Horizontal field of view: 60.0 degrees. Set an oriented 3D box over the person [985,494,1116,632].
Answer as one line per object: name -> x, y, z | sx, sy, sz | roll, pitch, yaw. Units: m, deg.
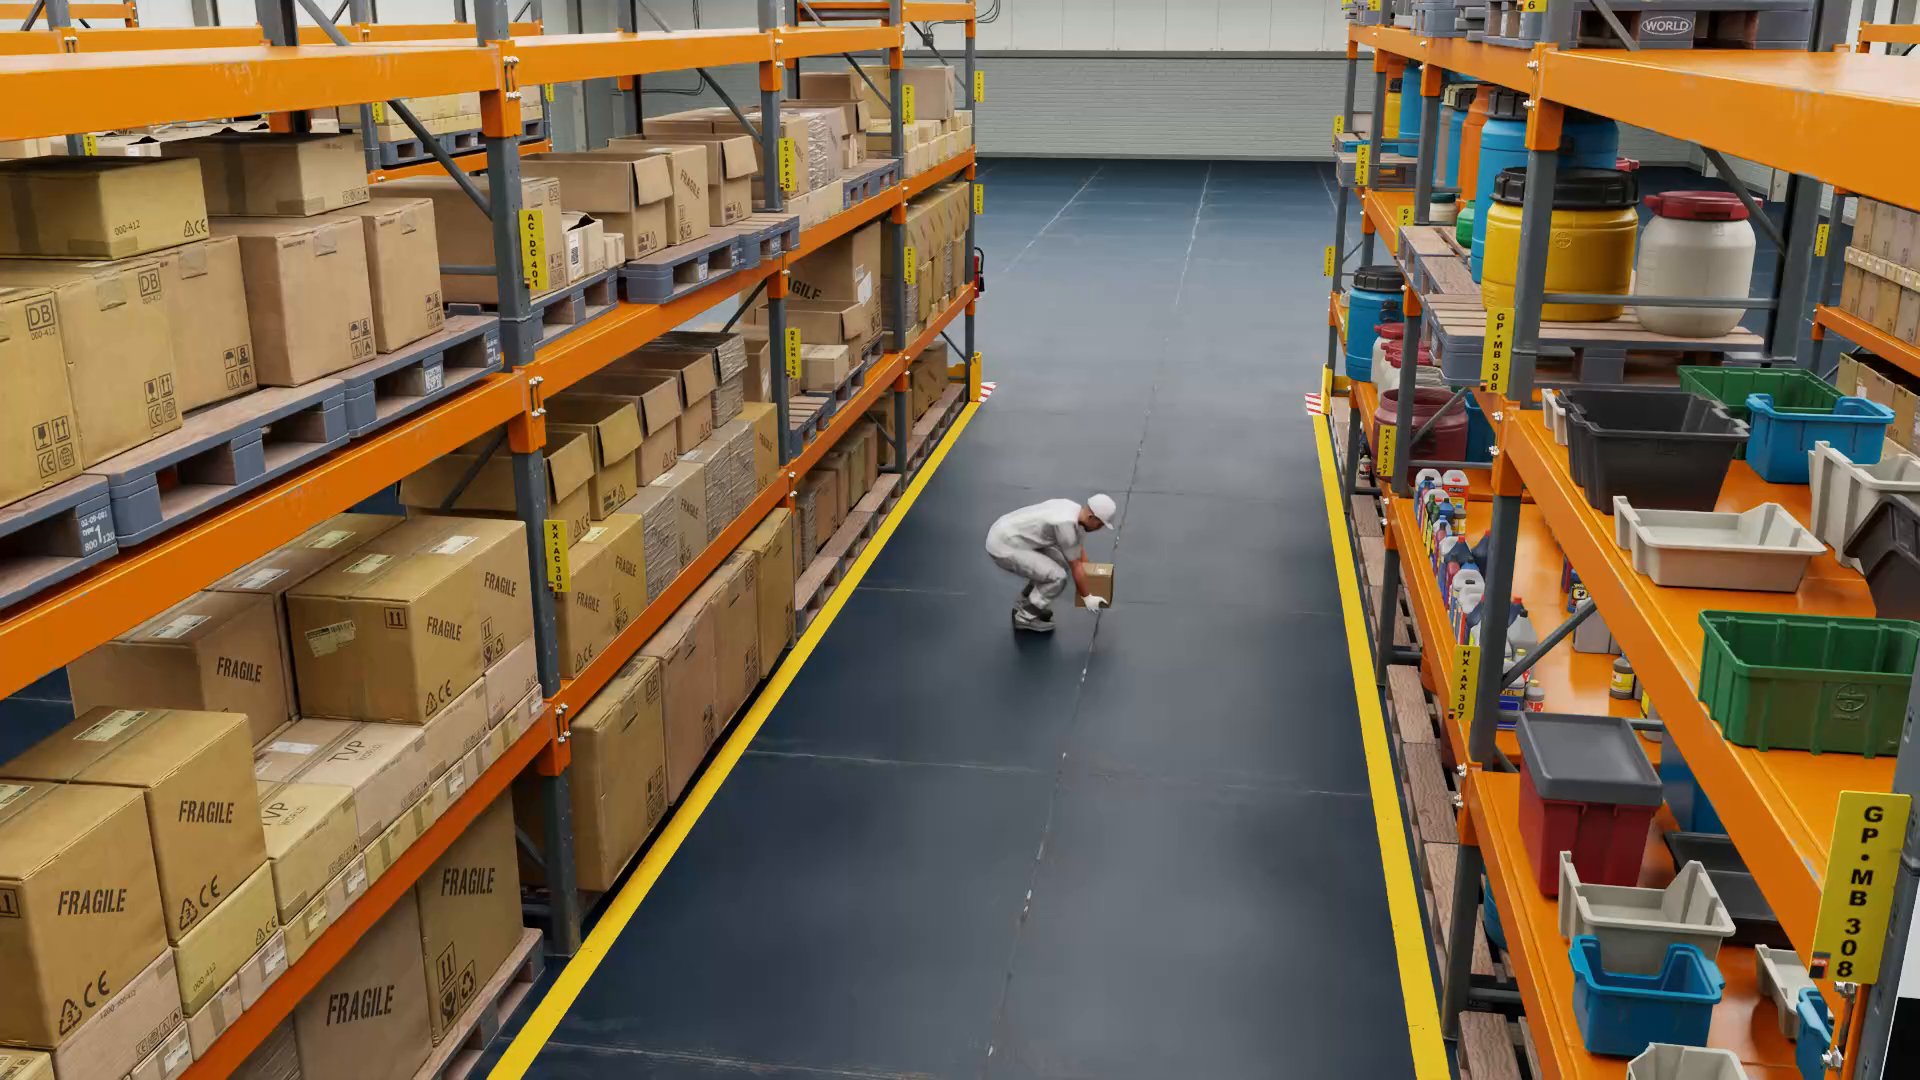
person -> 0.641, 0.146, 11.880 | 0.921, 0.988, 0.524 | 2, 18, 7
